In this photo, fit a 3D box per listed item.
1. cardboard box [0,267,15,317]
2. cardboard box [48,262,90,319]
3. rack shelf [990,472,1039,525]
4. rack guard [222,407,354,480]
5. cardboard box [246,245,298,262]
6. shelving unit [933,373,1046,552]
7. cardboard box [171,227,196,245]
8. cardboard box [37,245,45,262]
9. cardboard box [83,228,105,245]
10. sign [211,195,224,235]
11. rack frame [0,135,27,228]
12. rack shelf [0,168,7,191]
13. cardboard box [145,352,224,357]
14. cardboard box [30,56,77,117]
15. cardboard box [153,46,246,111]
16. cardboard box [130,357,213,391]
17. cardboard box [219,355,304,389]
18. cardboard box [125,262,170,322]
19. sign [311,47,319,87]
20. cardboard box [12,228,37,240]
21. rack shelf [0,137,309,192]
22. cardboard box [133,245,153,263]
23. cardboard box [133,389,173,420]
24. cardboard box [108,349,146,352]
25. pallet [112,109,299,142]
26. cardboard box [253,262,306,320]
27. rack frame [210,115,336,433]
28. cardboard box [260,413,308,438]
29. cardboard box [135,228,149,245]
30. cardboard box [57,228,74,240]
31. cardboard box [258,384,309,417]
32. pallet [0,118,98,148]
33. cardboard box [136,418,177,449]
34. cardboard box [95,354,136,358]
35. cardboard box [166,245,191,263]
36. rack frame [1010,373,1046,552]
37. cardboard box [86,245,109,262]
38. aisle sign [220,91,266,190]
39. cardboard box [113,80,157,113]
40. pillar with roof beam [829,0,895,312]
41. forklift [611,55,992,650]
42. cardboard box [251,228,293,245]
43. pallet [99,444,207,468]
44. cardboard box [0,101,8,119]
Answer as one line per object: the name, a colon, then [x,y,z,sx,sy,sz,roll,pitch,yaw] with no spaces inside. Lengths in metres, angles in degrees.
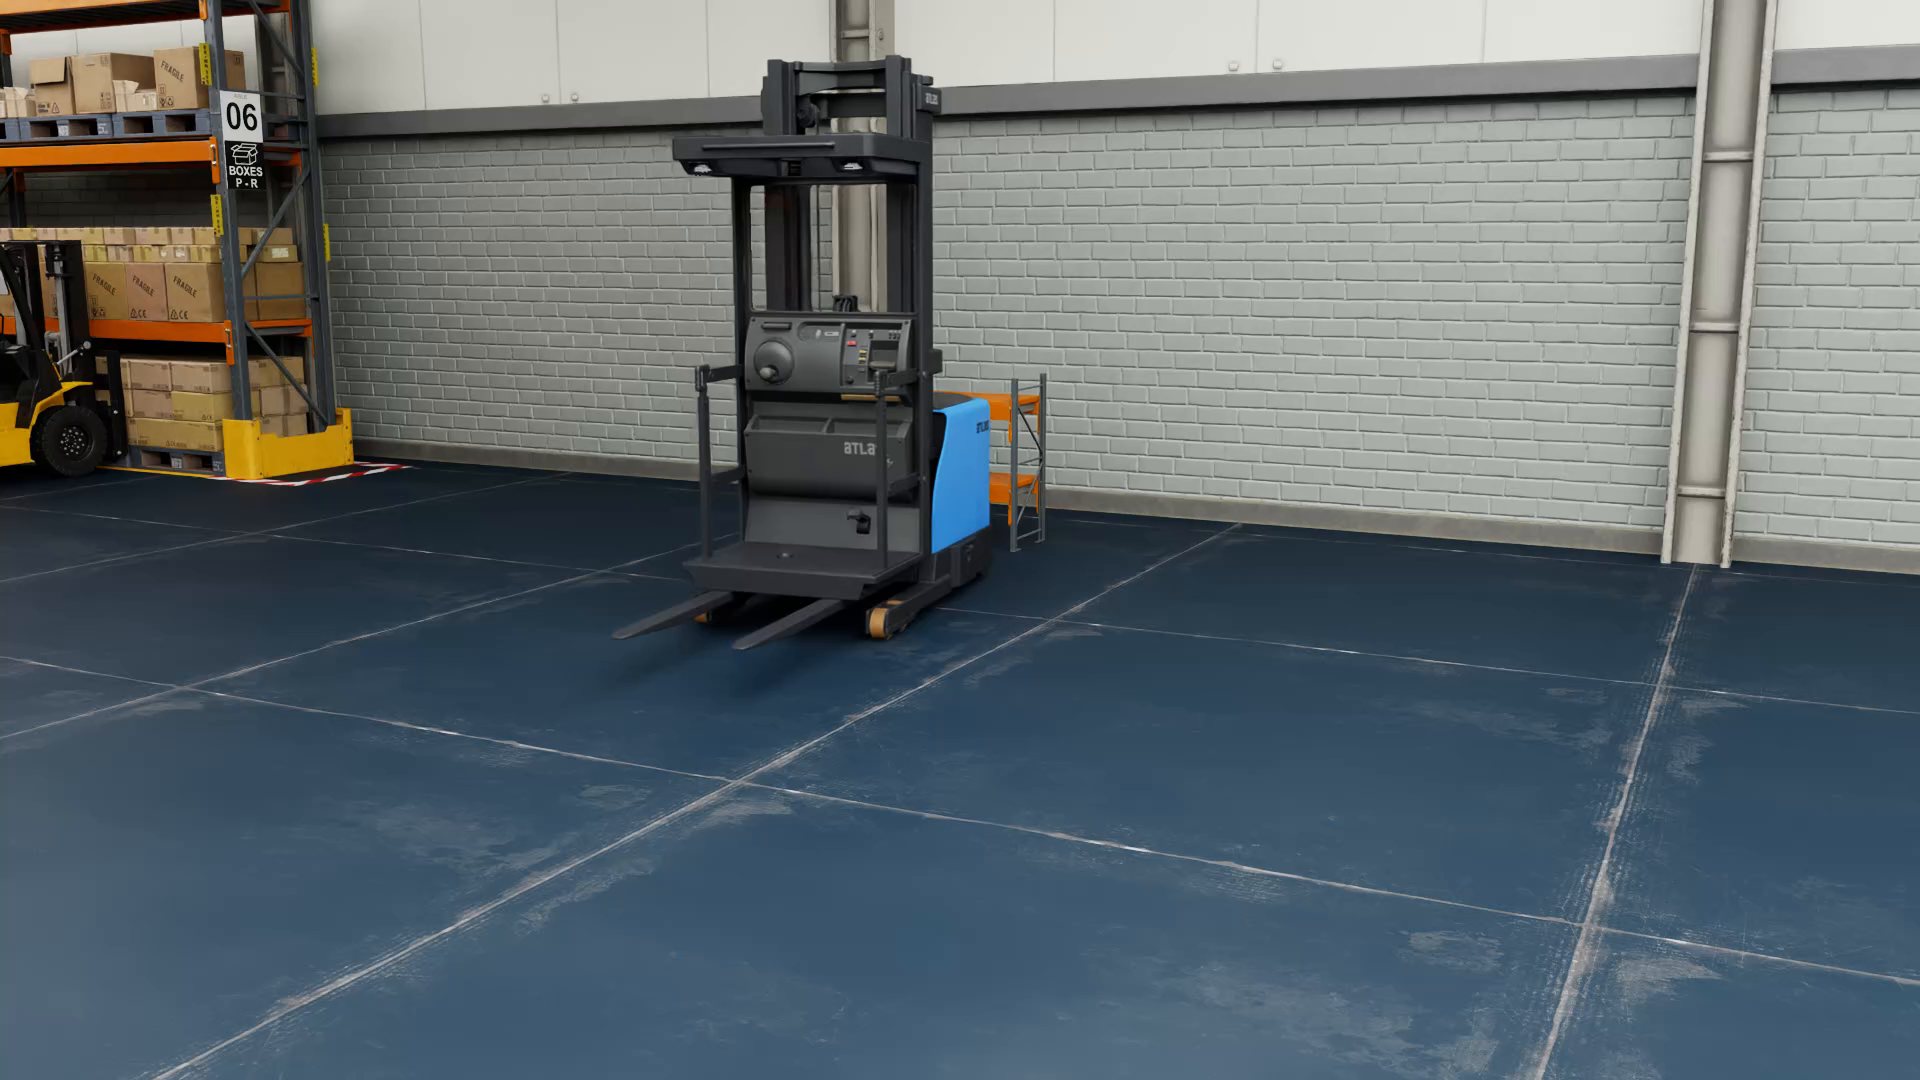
cardboard box: [-8.720,-2.339,15.450,0.500,0.500,0.500,5,12,27]
cardboard box: [-7.824,-2.256,14.993,0.500,0.500,0.500,5,11,26]
rack shelf: [-0.006,-0.313,11.177,1.000,0.278,0.538,5,11,26]
rack guard: [-5.868,-0.858,14.566,0.348,0.500,1.175,5,11,26]
cardboard box: [-6.079,-2.526,14.663,0.250,0.149,0.380,5,11,24]
shelving unit: [-0.006,-0.554,11.133,1.048,1.125,0.538,5,11,26]
cardboard box: [-6.539,-2.613,14.310,0.250,0.149,0.380,5,11,26]
cardboard box: [-8.172,-2.601,15.075,0.250,0.149,0.380,5,11,24]
cardboard box: [-7.493,-2.684,14.698,0.250,0.149,0.380,5,12,27]
sign: [-6.142,-2.690,13.757,0.005,0.325,0.100,5,11,26]
rack frame: [-9.477,-2.405,16.095,0.127,3.000,1.000,5,11,26]
rack shelf: [-11.271,-3.684,16.763,4.000,0.370,1.077,5,11,26]
cardboard box: [-7.131,-1.583,15.290,0.500,0.250,0.500,5,11,25]
cardboard box: [-7.777,-4.017,14.831,0.637,0.503,0.797,5,12,28]
cardboard box: [-6.395,-3.867,14.009,0.500,0.500,0.500,5,12,28]
cardboard box: [-6.901,-1.461,14.614,0.500,0.250,0.500,5,12,27]
cardboard box: [-6.237,-1.503,14.848,0.500,0.250,0.500,5,11,25]
cardboard box: [-6.909,-2.178,14.561,0.500,0.500,0.500,5,12,28]
sign: [-5.639,-4.123,14.489,0.005,0.325,0.100,5,11,26]
cardboard box: [-8.385,-2.769,15.172,0.250,0.149,0.380,5,11,25]
rack shelf: [-7.683,-3.369,15.021,4.000,0.370,1.077,5,11,26]
cardboard box: [-6.990,-2.508,14.561,0.250,0.149,0.380,5,11,25]
cardboard box: [-6.910,-1.219,14.680,0.500,0.250,0.500,5,11,25]
cardboard box: [-8.041,-1.663,15.731,0.500,0.250,0.500,5,11,26]
pallet: [-6.513,-3.582,14.425,1.213,0.211,1.003,5,11,26]
cardboard box: [-6.211,-2.222,14.805,0.500,0.500,0.500,5,12,28]
rack frame: [-5.890,-2.090,14.354,0.127,3.000,1.000,5,11,26]
cardboard box: [-6.244,-1.013,14.947,0.500,0.250,0.500,5,11,26]
cardboard box: [-6.976,-2.661,14.574,0.250,0.149,0.380,5,11,26]
cardboard box: [-7.901,-2.741,15.018,0.250,0.149,0.380,5,11,26]
cardboard box: [-6.220,-1.259,14.904,0.500,0.250,0.500,5,12,27]
pallet: [-8.701,-3.774,15.487,1.213,0.211,1.003,5,11,26]
cardboard box: [-6.893,-0.971,14.712,0.500,0.250,0.500,5,11,26]
cardboard box: [-7.809,-1.540,15.053,0.500,0.250,0.500,5,11,25]
cardboard box: [-6.567,-2.456,14.276,0.250,0.149,0.380,5,12,27]
rack frame: [0.450,-0.514,10.912,0.032,1.125,0.500,5,11,26]
cardboard box: [-7.486,-2.538,14.728,0.250,0.149,0.380,5,11,26]
aisle sign: [-5.961,-3.317,13.834,0.004,0.787,0.394,5,11,26]
cardboard box: [-6.995,-3.792,14.255,0.258,0.266,0.396,5,11,26]
pillar with roof beam: [-2.640,-4.080,8.506,0.400,9.000,9.100,5,11,26]
forklift: [-0.772,-1.017,8.618,1.130,2.935,3.031,4,11,19]
cardboard box: [-6.097,-2.665,14.595,0.250,0.149,0.380,5,11,25]
pallet: [-7.684,-0.867,15.430,1.213,0.211,1.003,5,11,26]
cardboard box: [-8.520,-3.869,15.006,0.250,0.149,0.380,5,12,28]
